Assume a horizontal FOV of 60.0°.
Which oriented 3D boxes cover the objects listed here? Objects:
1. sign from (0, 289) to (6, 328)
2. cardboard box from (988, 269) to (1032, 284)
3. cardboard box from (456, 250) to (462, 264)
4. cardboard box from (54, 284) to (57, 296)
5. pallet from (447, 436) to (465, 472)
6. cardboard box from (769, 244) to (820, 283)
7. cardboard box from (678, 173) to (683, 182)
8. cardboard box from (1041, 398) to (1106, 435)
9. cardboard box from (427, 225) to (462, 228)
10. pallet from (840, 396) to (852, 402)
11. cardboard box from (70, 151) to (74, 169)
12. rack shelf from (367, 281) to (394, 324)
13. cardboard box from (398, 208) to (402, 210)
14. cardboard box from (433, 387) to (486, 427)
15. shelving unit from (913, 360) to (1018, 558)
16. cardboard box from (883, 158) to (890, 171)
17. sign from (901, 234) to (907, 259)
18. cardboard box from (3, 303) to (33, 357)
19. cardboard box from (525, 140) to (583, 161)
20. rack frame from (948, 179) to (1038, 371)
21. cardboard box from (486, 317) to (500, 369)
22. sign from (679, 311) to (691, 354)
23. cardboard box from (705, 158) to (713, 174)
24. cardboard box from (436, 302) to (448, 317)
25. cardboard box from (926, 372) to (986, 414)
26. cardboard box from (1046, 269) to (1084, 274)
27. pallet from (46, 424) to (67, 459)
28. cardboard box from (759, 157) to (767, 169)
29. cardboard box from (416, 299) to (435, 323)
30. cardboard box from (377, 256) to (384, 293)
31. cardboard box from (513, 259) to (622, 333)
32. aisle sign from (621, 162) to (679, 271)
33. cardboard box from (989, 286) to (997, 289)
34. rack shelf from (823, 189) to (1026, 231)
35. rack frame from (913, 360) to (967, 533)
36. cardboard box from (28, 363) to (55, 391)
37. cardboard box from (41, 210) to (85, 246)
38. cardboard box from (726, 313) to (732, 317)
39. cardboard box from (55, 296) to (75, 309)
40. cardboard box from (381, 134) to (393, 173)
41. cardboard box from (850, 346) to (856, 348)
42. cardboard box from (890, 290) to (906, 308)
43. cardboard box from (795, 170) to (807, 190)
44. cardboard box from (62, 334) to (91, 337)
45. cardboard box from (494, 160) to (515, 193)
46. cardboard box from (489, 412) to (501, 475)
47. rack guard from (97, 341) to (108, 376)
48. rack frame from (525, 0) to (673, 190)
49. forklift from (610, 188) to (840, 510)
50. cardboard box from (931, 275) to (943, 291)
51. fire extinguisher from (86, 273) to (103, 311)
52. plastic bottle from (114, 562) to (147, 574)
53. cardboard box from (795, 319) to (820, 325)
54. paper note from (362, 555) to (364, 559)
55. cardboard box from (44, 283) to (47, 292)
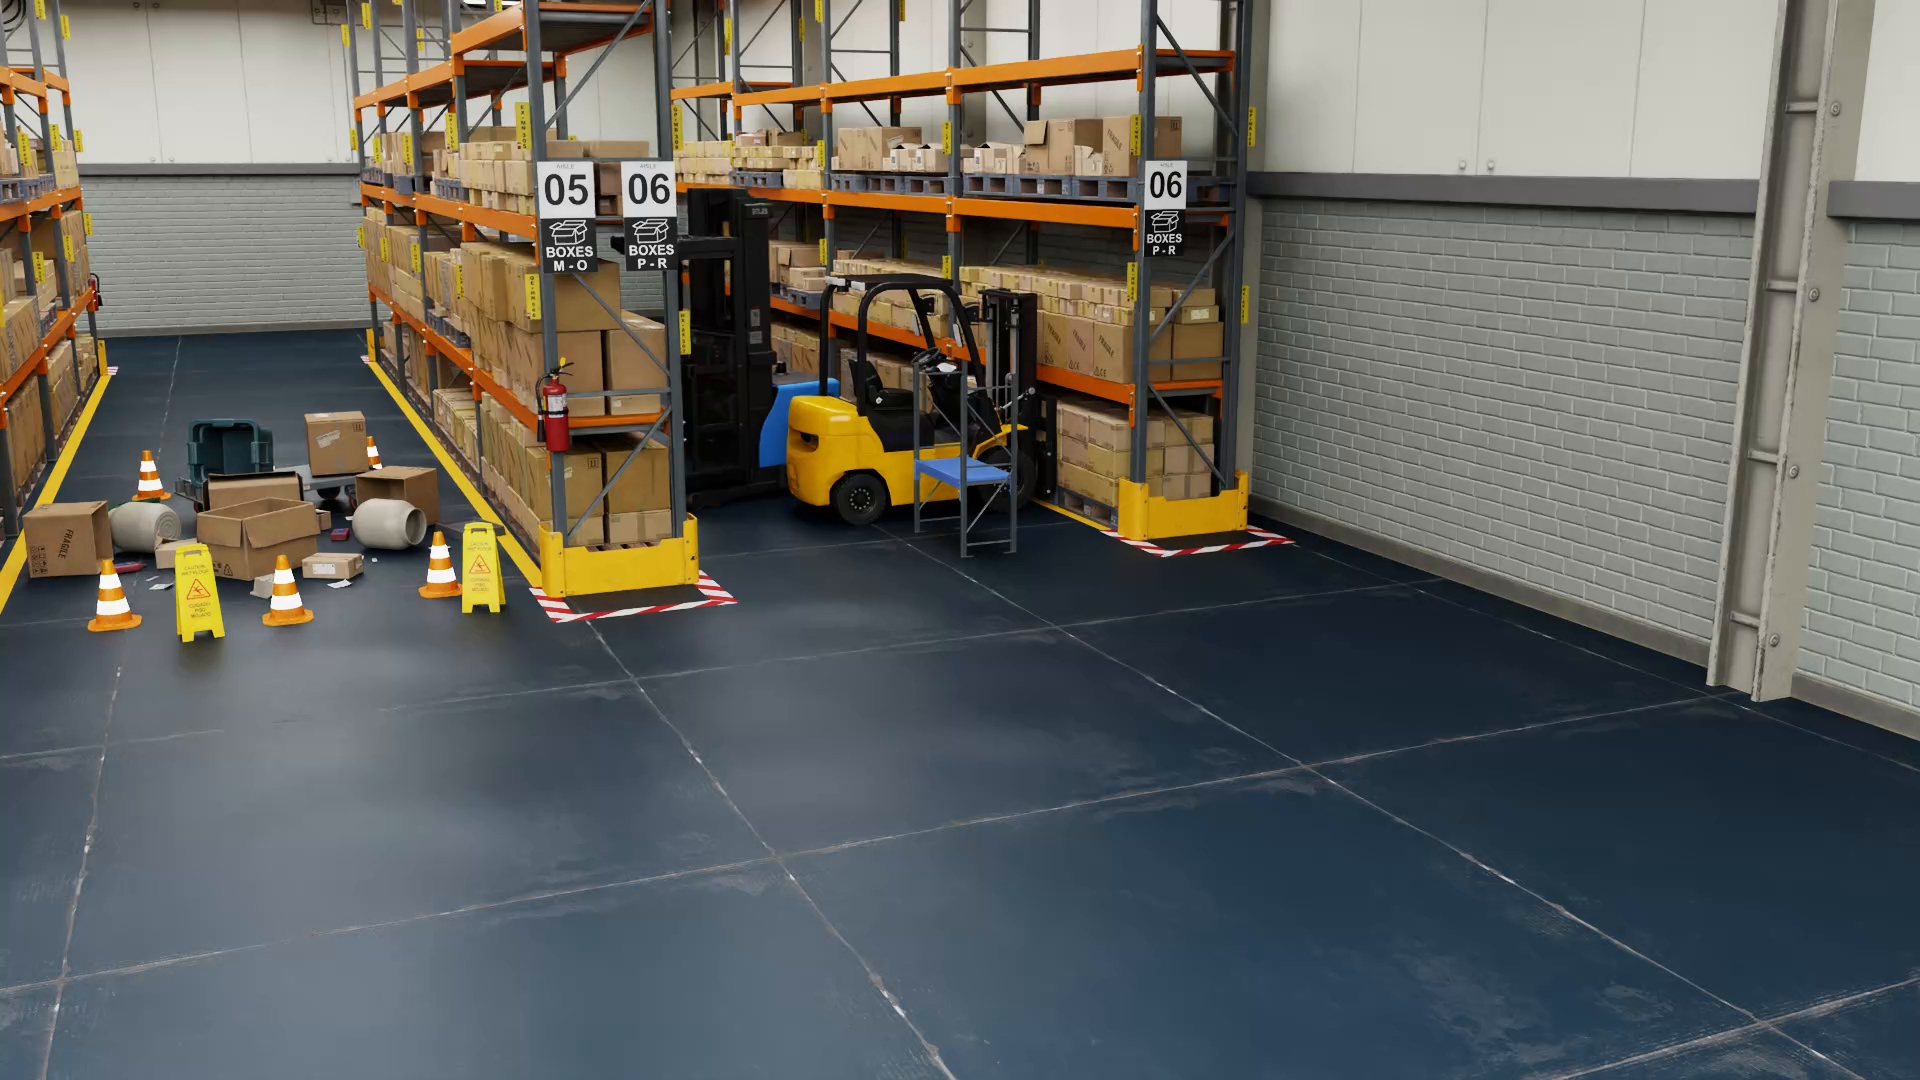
[{"bbox_3d":[-8.176,-1.965,14.110,0.100,0.325,0.005,-6,14,-23],"label":"sign"},{"bbox_3d":[0.512,-2.690,17.021,0.380,0.149,0.250,-6,14,-24],"label":"cardboard box"},{"bbox_3d":[-4.868,-2.852,16.790,0.380,0.149,0.250,-6,14,-25],"label":"cardboard box"},{"bbox_3d":[-11.548,-3.125,20.844,0.380,0.149,0.250,-6,14,-24],"label":"cardboard box"},{"bbox_3d":[-4.994,-0.976,18.121,1.003,0.211,1.213,-6,14,-23],"label":"pallet"},{"bbox_3d":[-2.336,-3.888,23.362,0.700,0.500,0.500,-6,14,-23],"label":"cardboard box"},{"bbox_3d":[-4.534,-6.102,27.988,0.380,0.149,0.250,-5,14,-22],"label":"cardboard box"},{"bbox_3d":[1.069,-1.172,15.730,0.500,0.250,0.500,-5,14,-22],"label":"cardboard box"},{"bbox_3d":[-6.984,-4.041,22.738,0.500,0.500,0.500,-5,14,-21],"label":"cardboard box"},{"bbox_3d":[-0.950,-1.665,21.096,1.003,0.211,1.213,-6,14,-23],"label":"pallet"},{"bbox_3d":[-12.867,-5.387,23.565,0.500,0.250,0.500,-6,14,-24],"label":"cardboard box"},{"bbox_3d":[-8.194,-3.637,25.029,1.077,0.370,4.000,-6,14,-23],"label":"rack shelf"},{"bbox_3d":[-8.662,-4.941,25.186,0.380,0.149,0.250,-5,14,-22],"label":"cardboard box"},{"bbox_3d":[-5.574,-1.555,19.332,0.950,0.372,0.625,-7,15,-27],"label":"cardboard box"},{"bbox_3d":[0.034,-0.713,14.125,0.538,1.500,1.048,-6,14,-23],"label":"shelving unit"},{"bbox_3d":[-0.670,-4.322,19.145,0.380,0.149,0.250,-6,14,-24],"label":"cardboard box"},{"bbox_3d":[-0.737,-3.812,21.621,0.100,0.325,0.005,-6,14,-23],"label":"sign"},{"bbox_3d":[-9.461,-2.054,16.369,0.500,0.500,0.500,-6,14,-24],"label":"cardboard box"},{"bbox_3d":[-2.992,-2.866,12.237,0.380,0.149,0.250,-5,14,-22],"label":"cardboard box"},{"bbox_3d":[0.358,-2.371,17.961,1.000,3.000,0.127,-6,14,-23],"label":"rack frame"},{"bbox_3d":[-3.856,-1.793,14.582,0.500,0.500,0.500,-6,14,-23],"label":"cardboard box"},{"bbox_3d":[-2.089,-1.566,12.565,0.100,0.325,0.005,-6,14,-23],"label":"sign"},{"bbox_3d":[-3.682,-5.847,26.003,0.500,0.250,0.500,-5,14,-22],"label":"cardboard box"},{"bbox_3d":[-5.590,-2.566,18.429,0.380,0.149,0.250,-6,14,-23],"label":"cardboard box"},{"bbox_3d":[0.139,-1.525,18.643,0.875,0.625,0.625,-5,14,-20],"label":"cardboard box"},{"bbox_3d":[1.101,-2.687,17.006,0.380,0.149,0.250,-6,14,-24],"label":"cardboard box"},{"bbox_3d":[-10.597,-1.083,18.582,1.003,0.211,1.213,-6,14,-23],"label":"pallet"},{"bbox_3d":[-2.586,-5.254,23.171,0.380,0.149,0.250,-5,14,-22],"label":"cardboard box"},{"bbox_3d":[-6.231,-2.756,19.959,0.500,0.250,0.500,-6,14,-25],"label":"cardboard box"},{"bbox_3d":[-8.239,-3.904,24.366,0.500,0.500,0.500,-6,14,-24],"label":"cardboard box"},{"bbox_3d":[-2.991,-1.862,12.664,0.700,0.500,0.500,-6,14,-24],"label":"cardboard box"},{"bbox_3d":[-2.277,-2.377,12.223,0.394,0.787,0.004,-6,14,-23],"label":"aisle sign"},{"bbox_3d":[0.511,-2.484,16.788,0.380,0.149,0.250,-5,14,-22],"label":"cardboard box"},{"bbox_3d":[-0.443,-3.895,19.490,1.077,0.370,4.000,-6,14,-23],"label":"rack shelf"},{"bbox_3d":[-0.169,-0.818,14.578,0.500,1.500,0.032,-6,14,-23],"label":"rack frame"},{"bbox_3d":[-10.340,-1.797,18.430,0.500,0.250,0.500,-6,14,-26],"label":"cardboard box"},{"bbox_3d":[-13.079,-4.542,24.242,0.500,0.500,0.500,-6,14,-24],"label":"cardboard box"},{"bbox_3d":[-3.864,-3.404,27.036,0.500,0.500,0.500,-5,14,-22],"label":"cardboard box"},{"bbox_3d":[-11.702,-3.072,21.549,0.380,0.149,0.250,-5,14,-21],"label":"cardboard box"},{"bbox_3d":[-7.306,-5.081,21.866,0.500,0.500,0.500,-6,14,-24],"label":"cardboard box"},{"bbox_3d":[-1.335,-2.400,22.698,0.500,0.500,0.500,-6,14,-23],"label":"cardboard box"},{"bbox_3d":[-0.485,-2.832,19.176,0.500,0.250,0.500,-5,14,-22],"label":"cardboard box"},{"bbox_3d":[-1.874,-4.774,22.023,0.500,0.250,0.500,-6,14,-23],"label":"cardboard box"},{"bbox_3d":[-13.046,-2.952,24.544,0.380,0.149,0.250,-5,14,-22],"label":"cardboard box"},{"bbox_3d":[-3.451,-2.921,13.358,0.500,0.250,0.500,-5,14,-21],"label":"cardboard box"},{"bbox_3d":[-3.974,-0.896,15.094,0.500,0.500,0.500,-5,14,-21],"label":"cardboard box"},{"bbox_3d":[-13.460,-2.700,24.925,1.175,0.500,0.348,-6,14,-23],"label":"rack guard"},{"bbox_3d":[-2.586,-4.018,11.774,1.000,3.000,0.127,-6,14,-23],"label":"rack frame"},{"bbox_3d":[-2.606,-1.839,15.813,3.031,2.935,1.130,-12,18,-42],"label":"forklift"},{"bbox_3d":[-0.102,-2.838,18.319,0.380,0.149,0.250,-6,14,-24],"label":"cardboard box"},{"bbox_3d":[-13.168,-3.807,25.167,0.296,0.674,0.183,-6,14,-23],"label":"fire extinguisher"},{"bbox_3d":[-6.658,0.221,13.278,0.283,0.061,0.133,-12,18,-42],"label":"plastic bottle"},{"bbox_3d":[-2.219,-3.173,24.602,0.380,0.149,0.250,-5,14,-22],"label":"cardboard box"},{"bbox_3d":[-4.991,0.152,13.670,0.148,0.019,0.142,-1,13,-4],"label":"paper note"},{"bbox_3d":[-11.016,-2.997,19.634,0.380,0.149,0.250,-6,14,-23],"label":"cardboard box"}]
